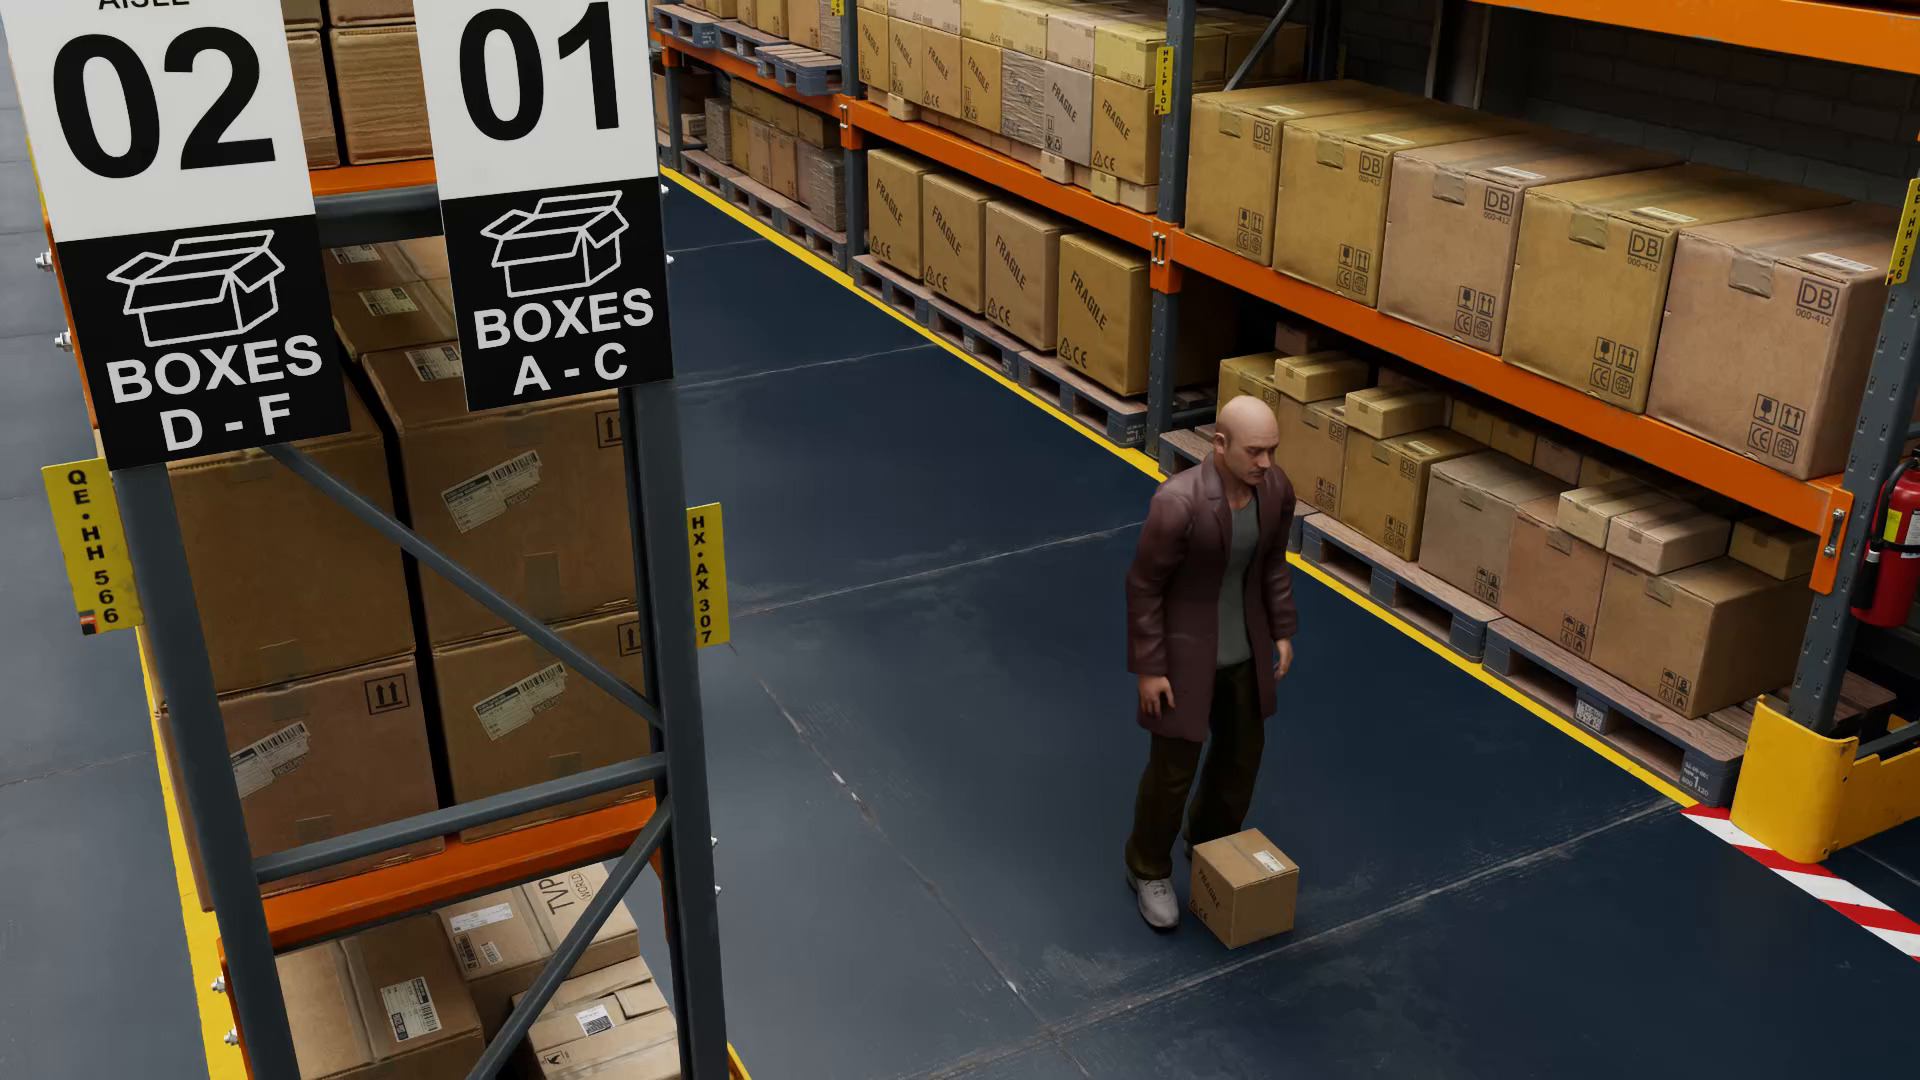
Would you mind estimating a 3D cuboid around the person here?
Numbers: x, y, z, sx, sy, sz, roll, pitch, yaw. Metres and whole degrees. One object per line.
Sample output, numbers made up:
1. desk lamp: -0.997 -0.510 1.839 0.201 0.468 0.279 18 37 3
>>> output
1. person: 0.814 0.365 5.351 0.652 1.774 0.417 -13 28 -26
